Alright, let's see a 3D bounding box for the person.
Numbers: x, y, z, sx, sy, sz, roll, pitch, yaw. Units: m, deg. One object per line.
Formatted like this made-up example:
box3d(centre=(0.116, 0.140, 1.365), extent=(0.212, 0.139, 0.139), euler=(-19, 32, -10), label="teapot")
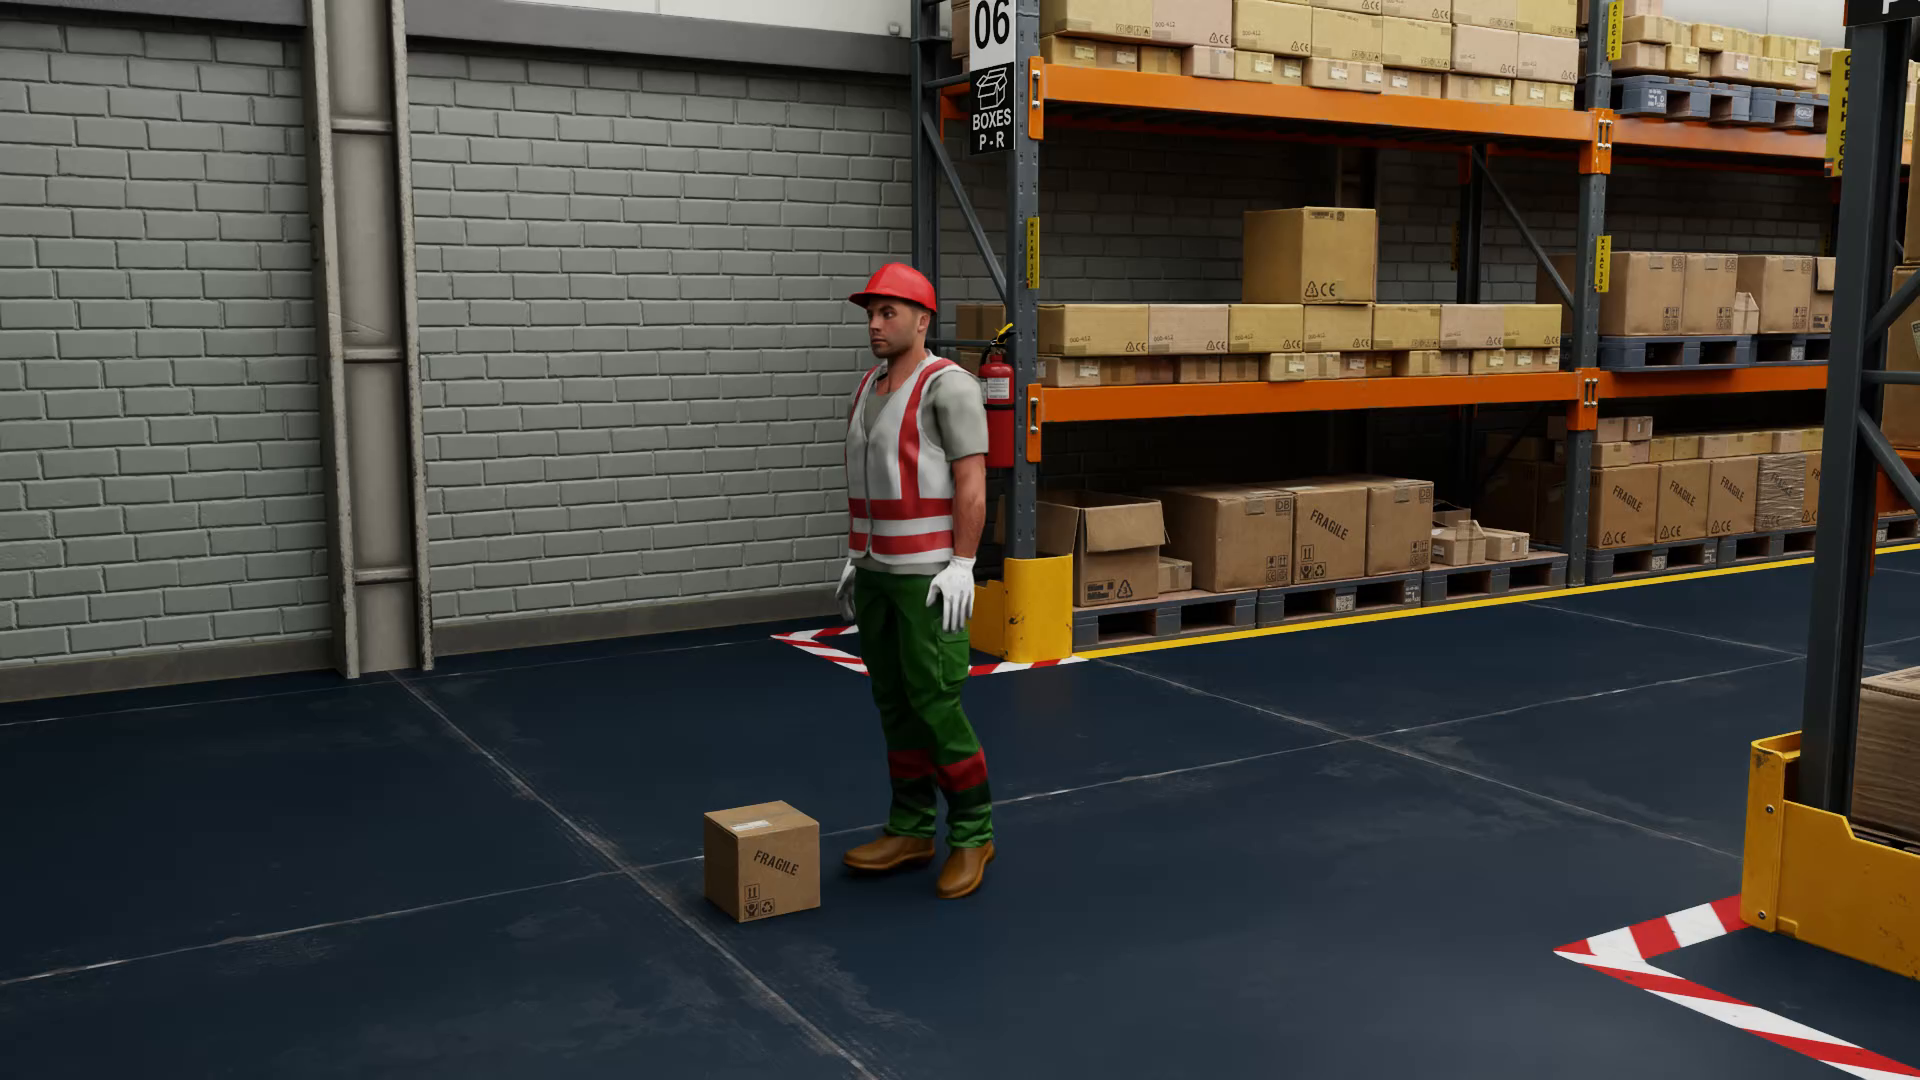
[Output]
box3d(centre=(-0.151, 0.104, 4.901), extent=(0.380, 1.821, 0.595), euler=(-7, 10, -39), label="person")
